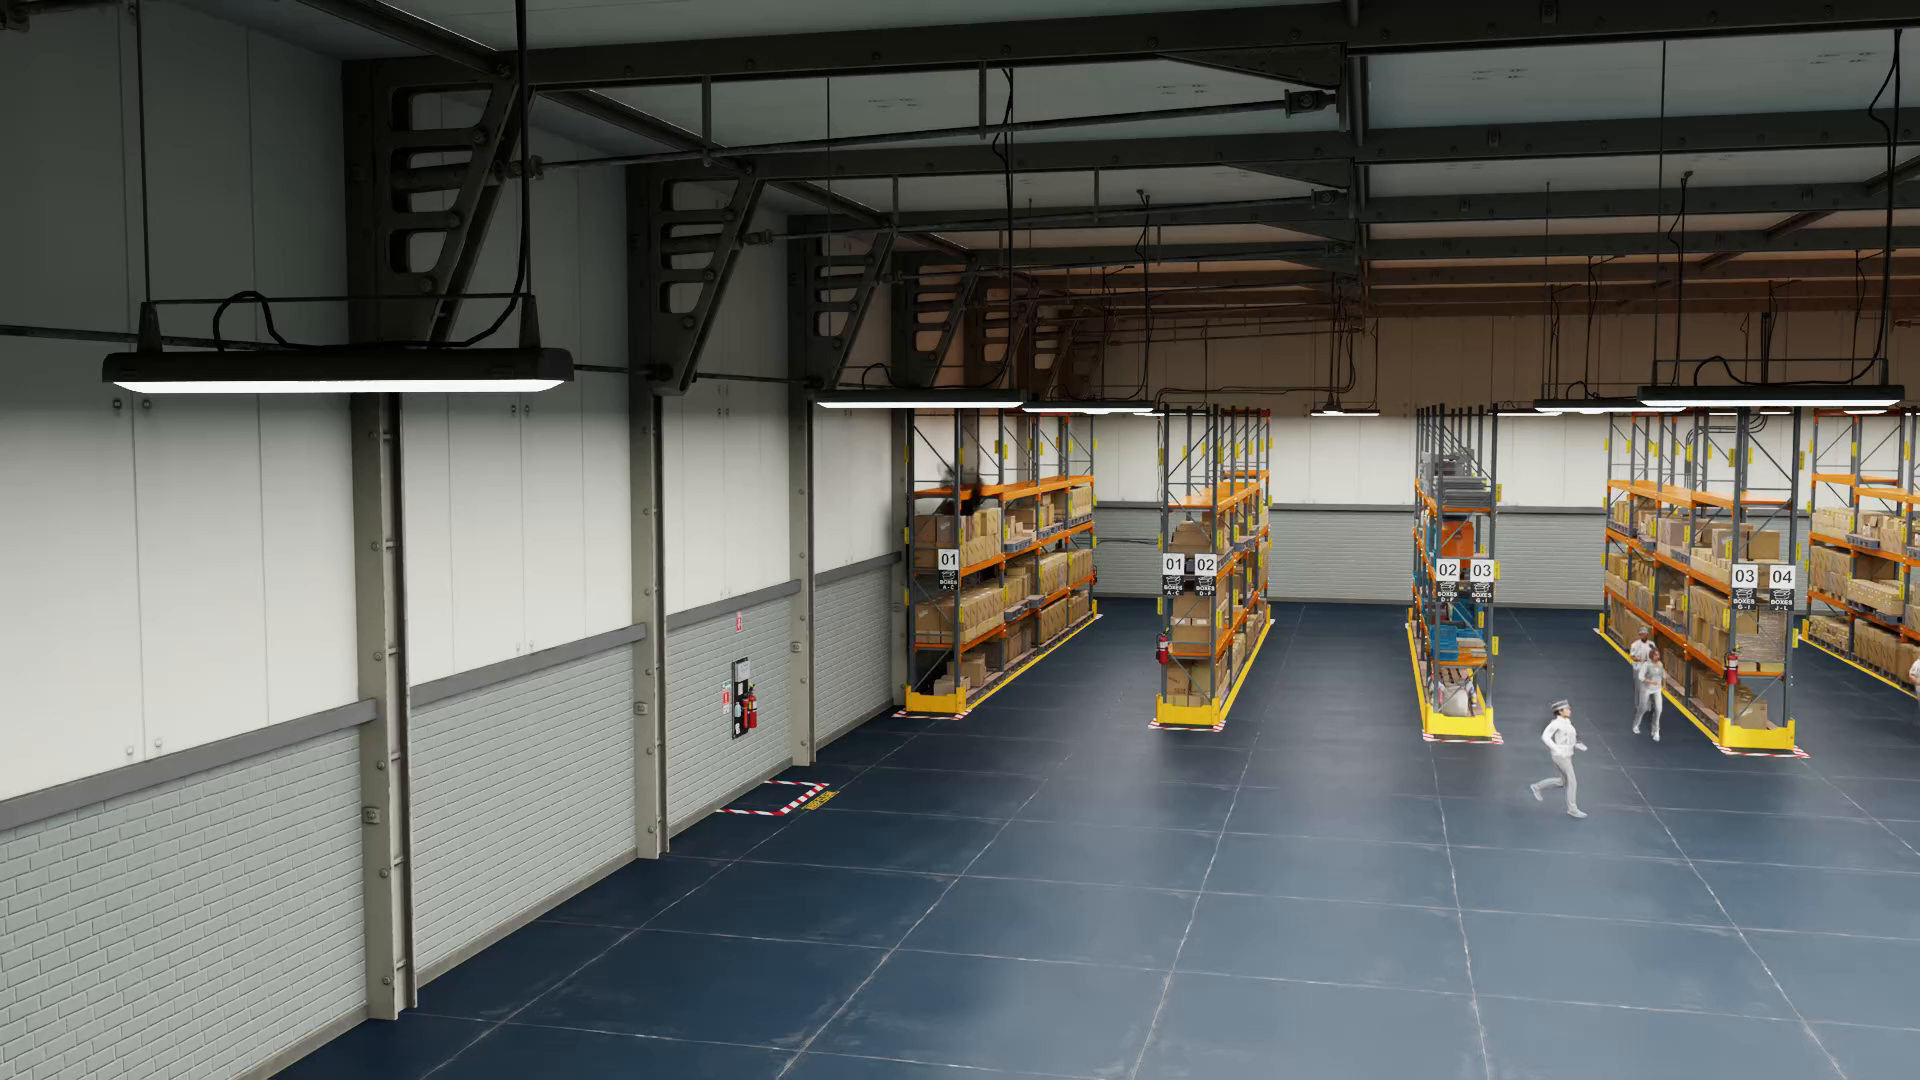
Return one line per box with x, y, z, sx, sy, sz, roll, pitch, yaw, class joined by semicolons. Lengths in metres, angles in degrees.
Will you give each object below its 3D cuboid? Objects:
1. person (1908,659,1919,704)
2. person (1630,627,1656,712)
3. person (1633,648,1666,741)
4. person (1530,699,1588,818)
17.333;2.692;29.725;0.661;1.726;0.605;0;4;5;person
13.324;2.521;32.355;0.549;1.671;0.649;1;4;12;person
12.415;2.758;29.829;0.573;1.655;0.685;0;4;-3;person
8.687;3.144;24.084;0.821;1.691;0.618;3;5;36;person
